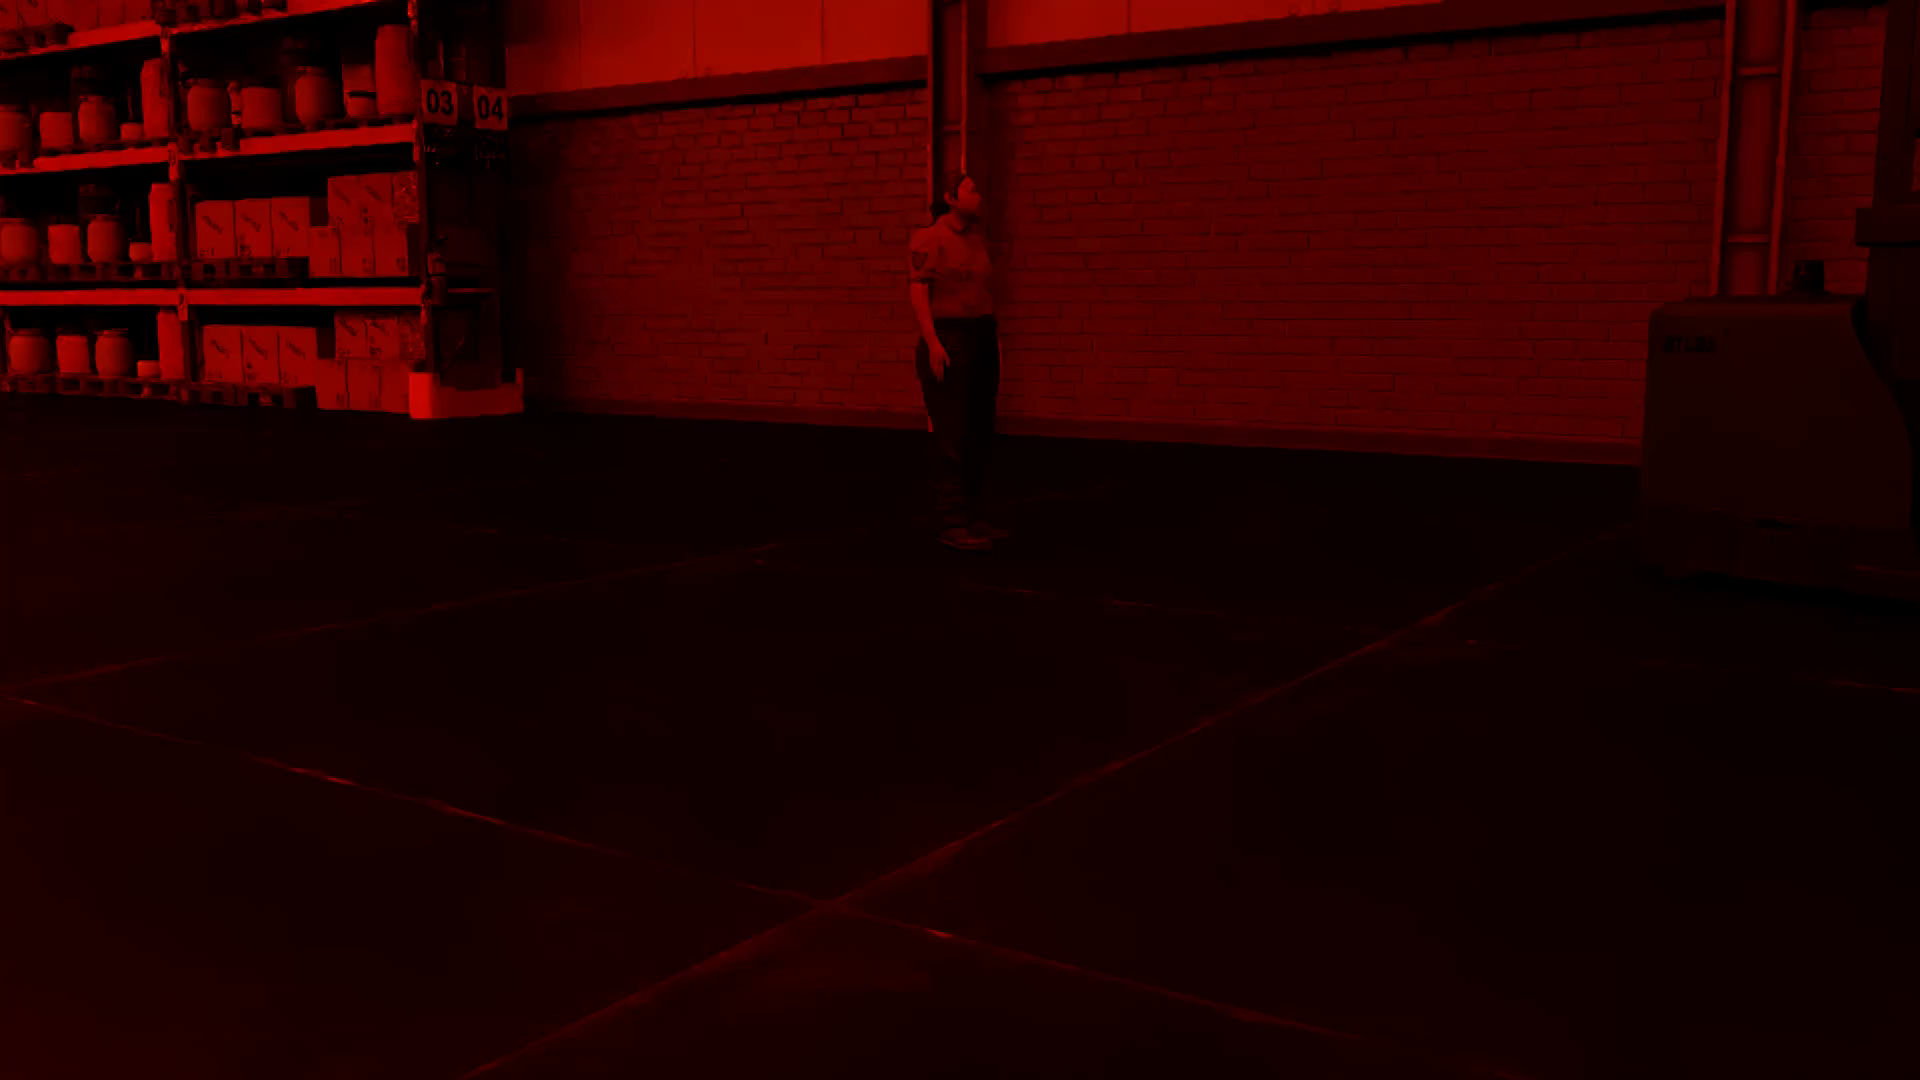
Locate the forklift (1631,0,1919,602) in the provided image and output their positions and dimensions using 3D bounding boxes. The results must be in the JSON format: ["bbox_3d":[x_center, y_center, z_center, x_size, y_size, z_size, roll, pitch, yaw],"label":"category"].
[{"bbox_3d":[3.912,-1.173,5.441,1.130,2.935,3.031,-6,10,-36],"label":"forklift"}]

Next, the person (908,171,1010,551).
[{"bbox_3d":[0.062,-0.813,7.418,0.502,1.650,0.599,5,10,34],"label":"person"}]
